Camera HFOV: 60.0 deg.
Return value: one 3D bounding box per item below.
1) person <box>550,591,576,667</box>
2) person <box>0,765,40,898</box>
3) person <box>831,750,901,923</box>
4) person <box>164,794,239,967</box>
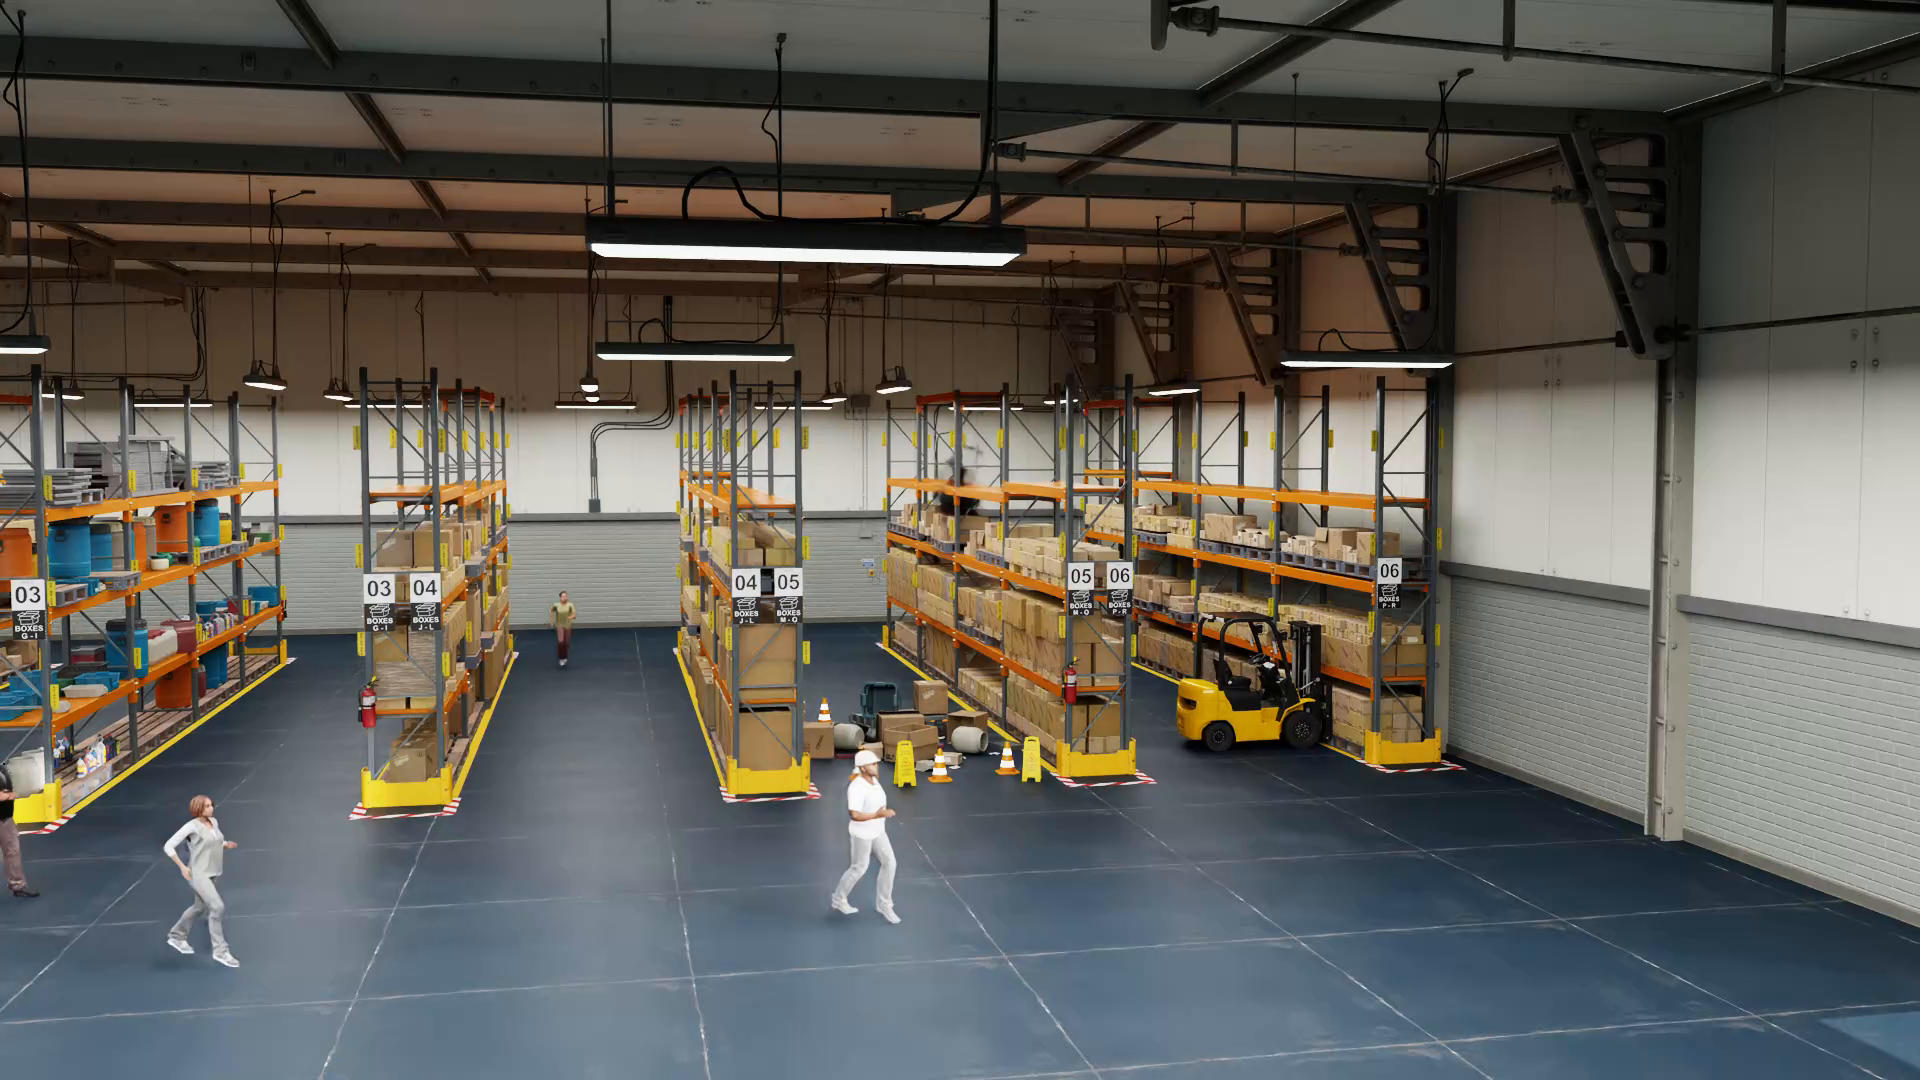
[{"bbox_3d":[-8.805,1.972,36.931,0.544,1.687,0.772,-1,4,-21],"label":"person"},{"bbox_3d":[-10.463,3.035,18.004,0.947,1.697,0.667,0,3,7],"label":"person"},{"bbox_3d":[-0.983,3.093,17.303,0.787,1.831,0.676,2,4,25],"label":"person"},{"bbox_3d":[-7.250,3.245,15.893,0.783,1.623,0.518,0,3,6],"label":"person"}]
